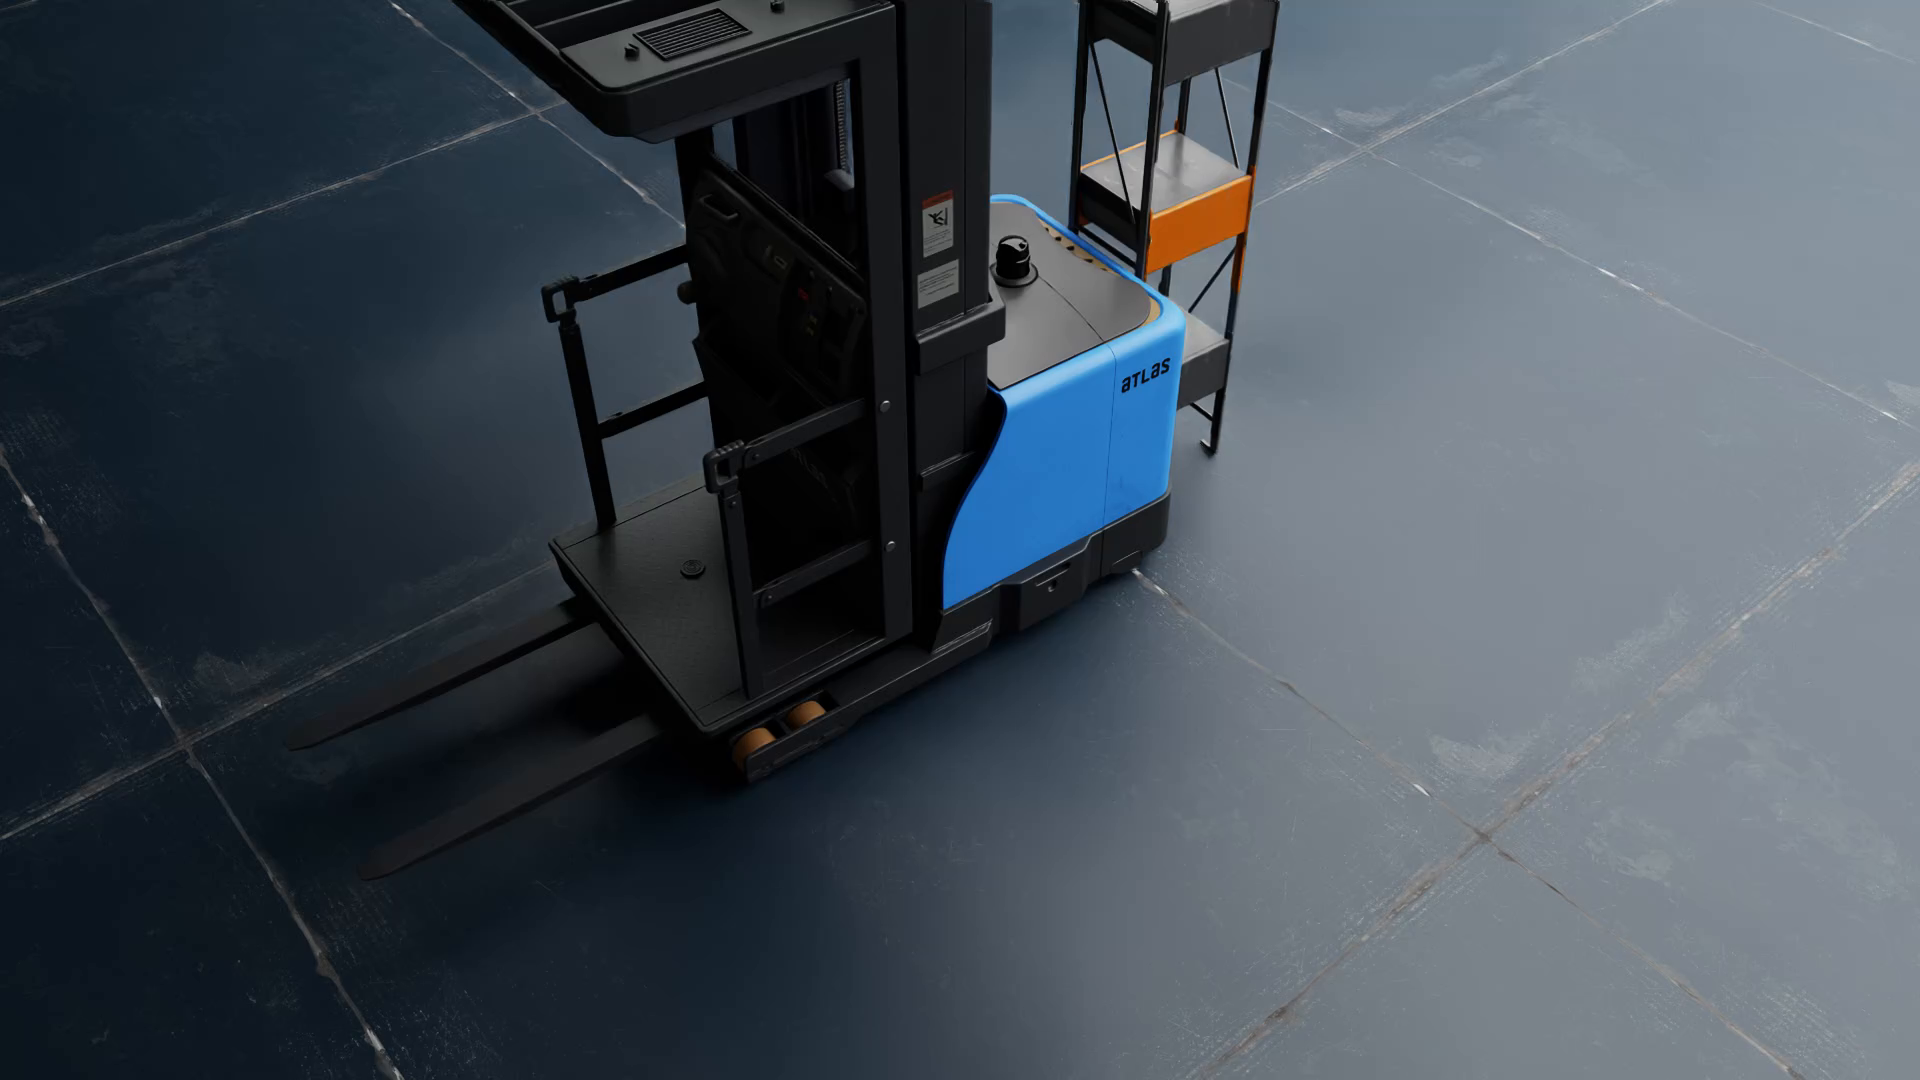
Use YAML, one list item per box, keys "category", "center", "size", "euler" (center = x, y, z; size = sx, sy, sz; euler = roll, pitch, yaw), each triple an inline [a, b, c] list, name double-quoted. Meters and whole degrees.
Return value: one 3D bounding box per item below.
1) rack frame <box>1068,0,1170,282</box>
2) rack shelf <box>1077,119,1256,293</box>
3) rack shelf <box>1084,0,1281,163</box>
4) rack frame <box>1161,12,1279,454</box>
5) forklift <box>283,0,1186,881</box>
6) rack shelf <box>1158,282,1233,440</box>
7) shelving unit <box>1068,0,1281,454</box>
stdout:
- category: "rack frame"
  center: [0.509, -1.022, 5.805]
  size: [0.015, 2.100, 0.400]
  euler: [-27, 49, -26]
- category: "rack shelf"
  center: [0.706, -1.111, 5.919]
  size: [0.480, 0.518, 0.431]
  euler: [-27, 49, -26]
- category: "rack shelf"
  center: [0.706, -1.622, 5.440]
  size: [0.480, 0.518, 0.431]
  euler: [-27, 49, -26]
- category: "rack frame"
  center: [0.903, -1.220, 6.015]
  size: [0.015, 2.100, 0.400]
  euler: [-27, 49, -26]
- category: "forklift"
  center: [-0.724, -0.705, 4.860]
  size: [3.031, 2.935, 1.130]
  euler: [-27, 49, -26]
- category: "rack shelf"
  center: [0.706, -0.601, 6.399]
  size: [0.480, 0.518, 0.431]
  euler: [-27, 49, -26]
- category: "shelving unit"
  center: [0.706, -1.121, 5.910]
  size: [0.503, 2.100, 0.431]
  euler: [-27, 49, -26]
